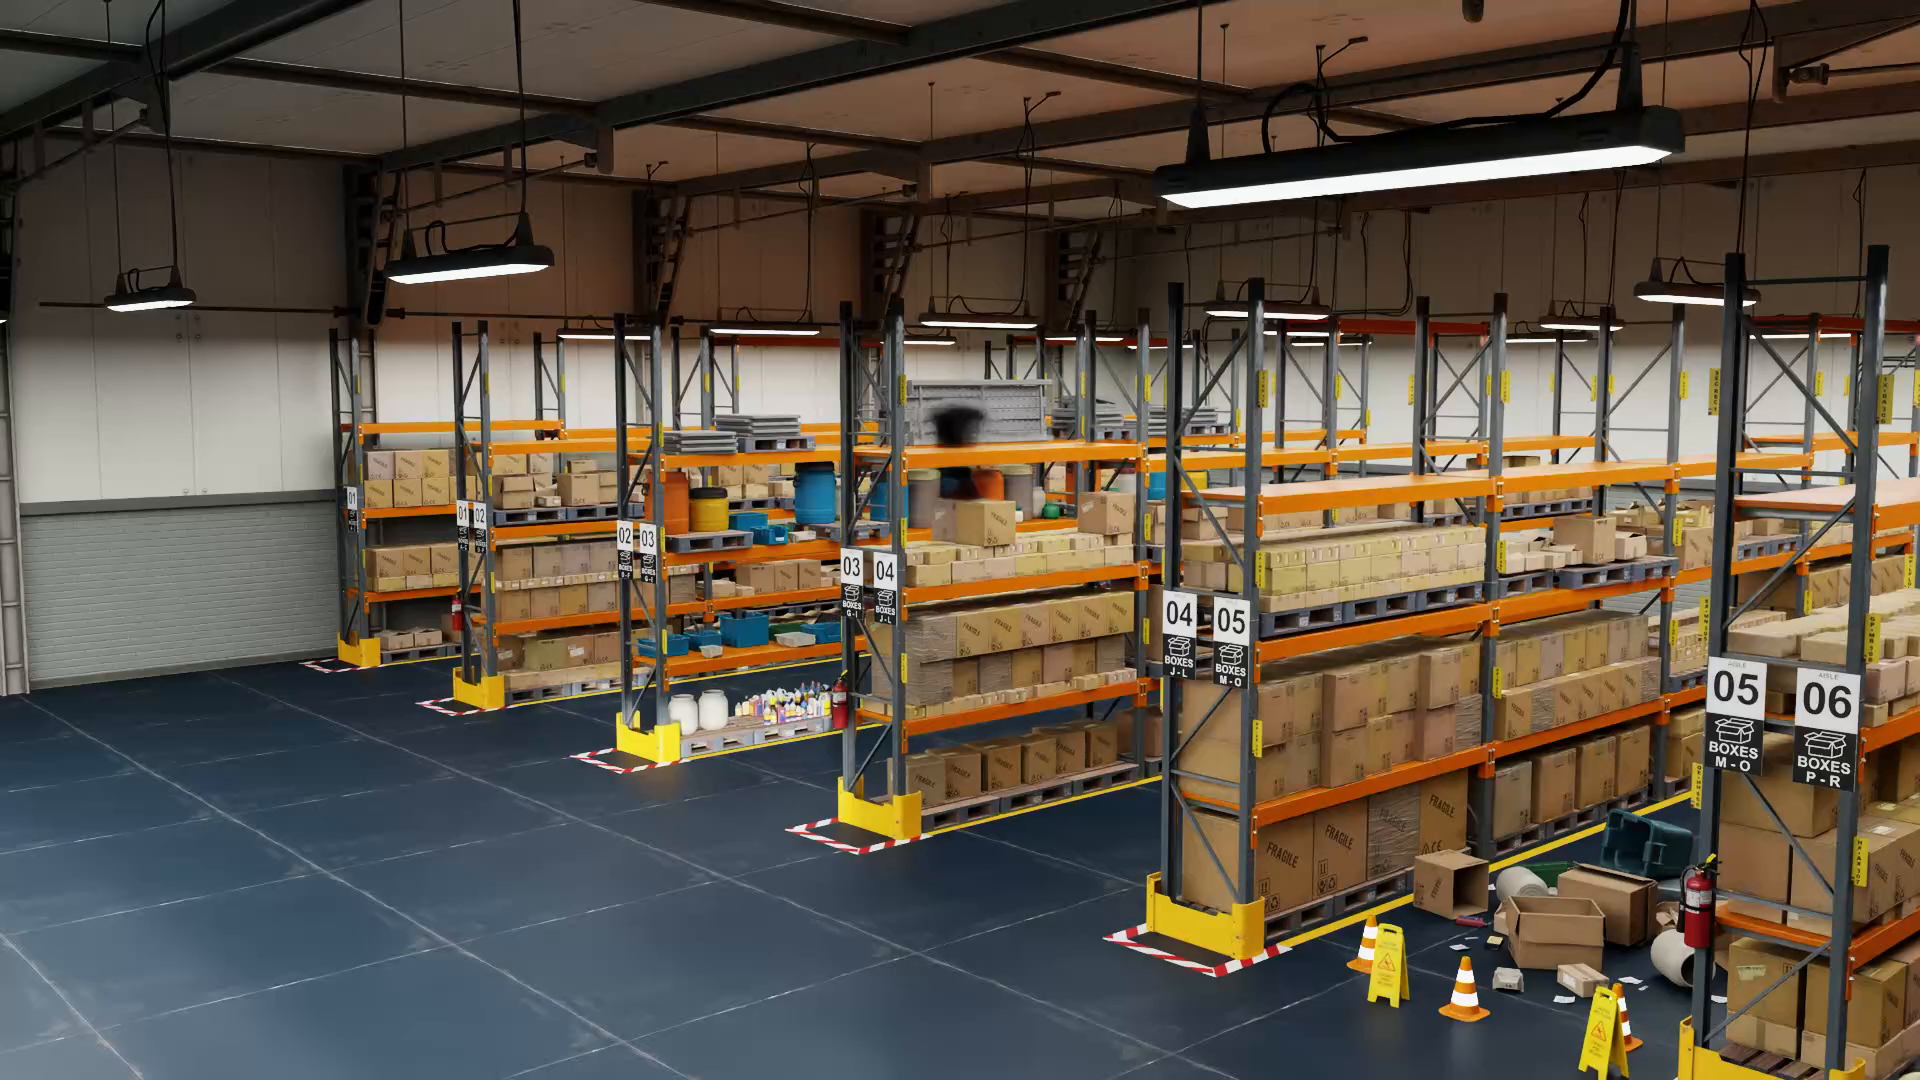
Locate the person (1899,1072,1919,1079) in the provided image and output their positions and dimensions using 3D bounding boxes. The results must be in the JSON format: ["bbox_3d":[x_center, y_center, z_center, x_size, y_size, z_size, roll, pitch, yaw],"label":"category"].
[{"bbox_3d":[5.371,3.460,9.194,0.668,1.608,0.708,-5,8,-41],"label":"person"}]

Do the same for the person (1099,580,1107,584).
[{"bbox_3d":[2.937,1.309,31.064,0.688,1.589,0.880,4,7,32],"label":"person"}]
